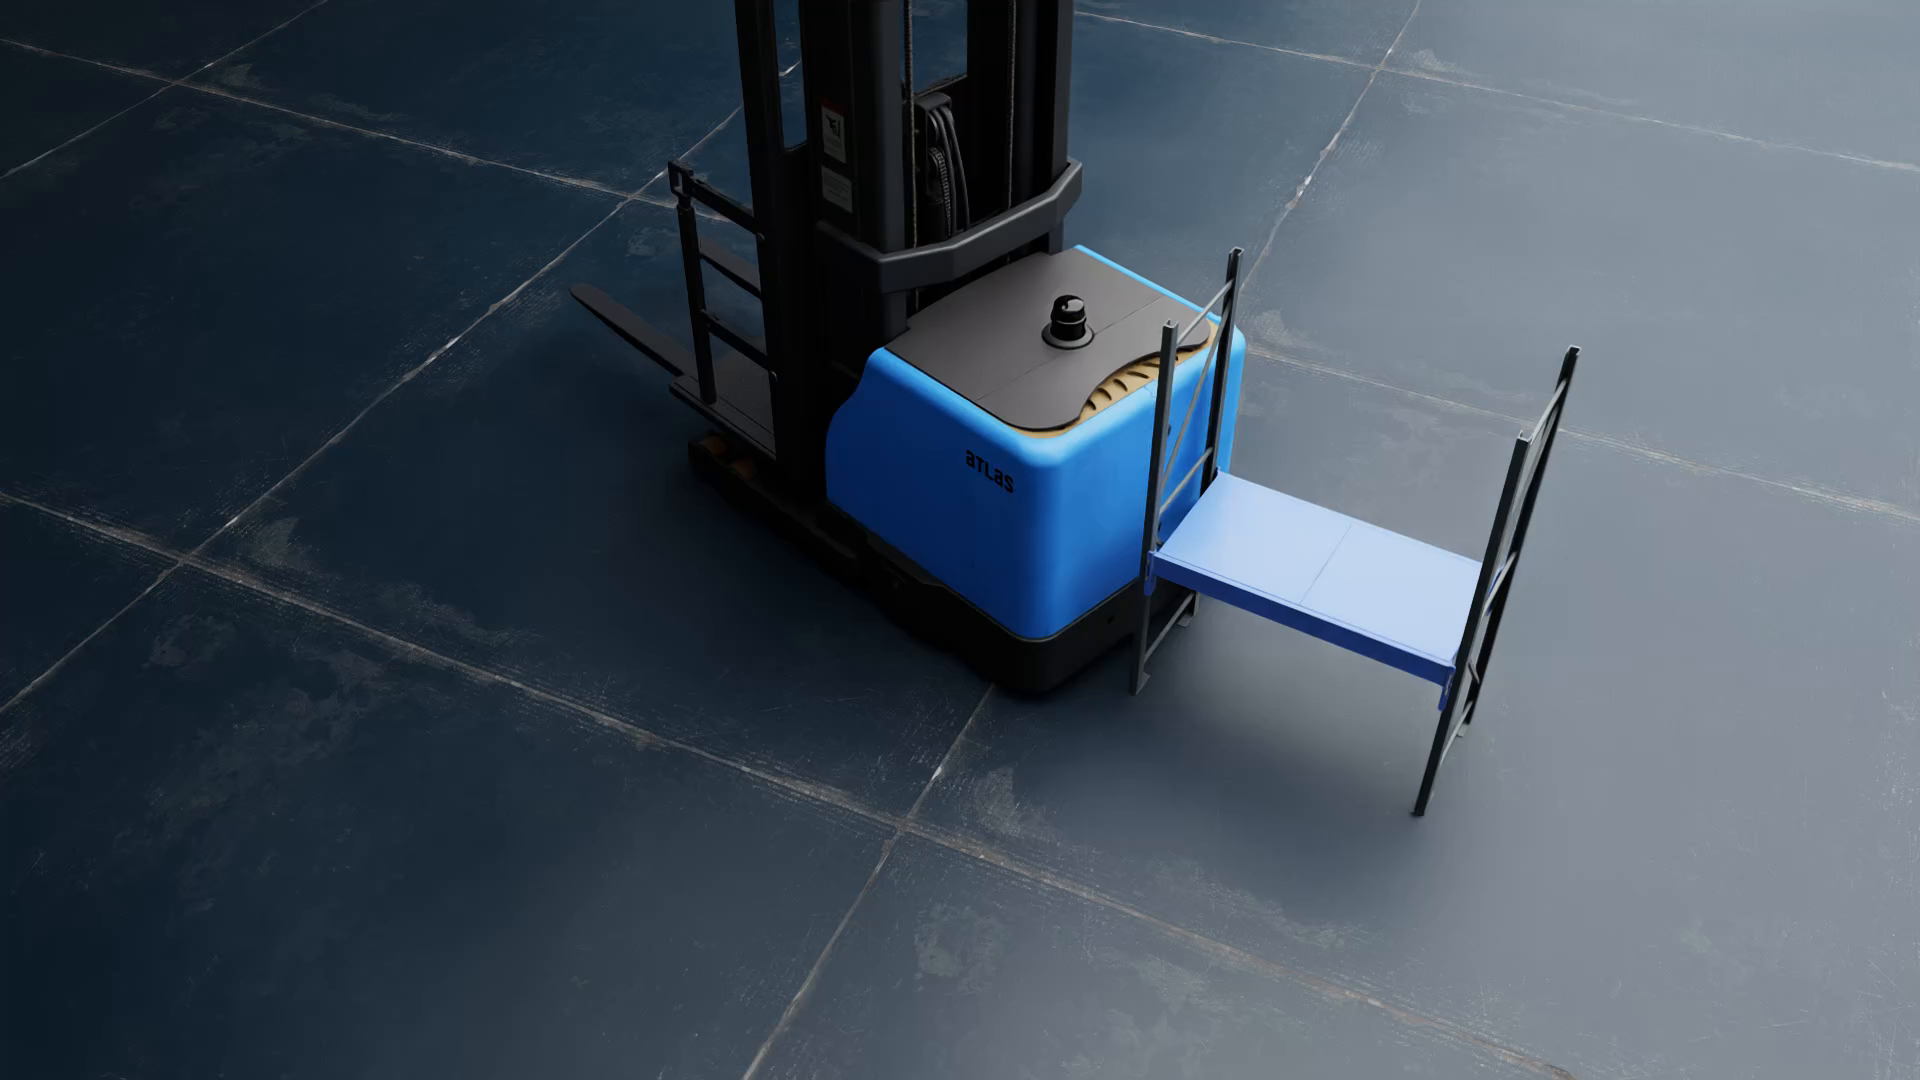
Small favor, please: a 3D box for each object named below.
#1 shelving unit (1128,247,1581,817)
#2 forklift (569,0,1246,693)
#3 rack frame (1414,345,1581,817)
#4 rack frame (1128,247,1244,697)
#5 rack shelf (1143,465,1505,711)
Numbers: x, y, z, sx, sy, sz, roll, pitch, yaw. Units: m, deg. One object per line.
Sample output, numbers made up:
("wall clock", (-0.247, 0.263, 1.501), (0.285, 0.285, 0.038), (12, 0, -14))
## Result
("shelving unit", (1.152, -0.005, 5.160), (1.048, 1.500, 0.538), (22, 45, 23))
("forklift", (-0.419, -1.466, 5.753), (1.130, 2.935, 3.031), (-32, 50, -31))
("rack frame", (1.587, 0.167, 4.961), (0.032, 1.500, 0.500), (22, 45, 23))
("rack frame", (0.717, -0.177, 5.358), (0.032, 1.500, 0.500), (22, 45, 23))
("rack shelf", (1.152, 0.131, 5.278), (1.000, 0.185, 0.538), (22, 45, 23))
